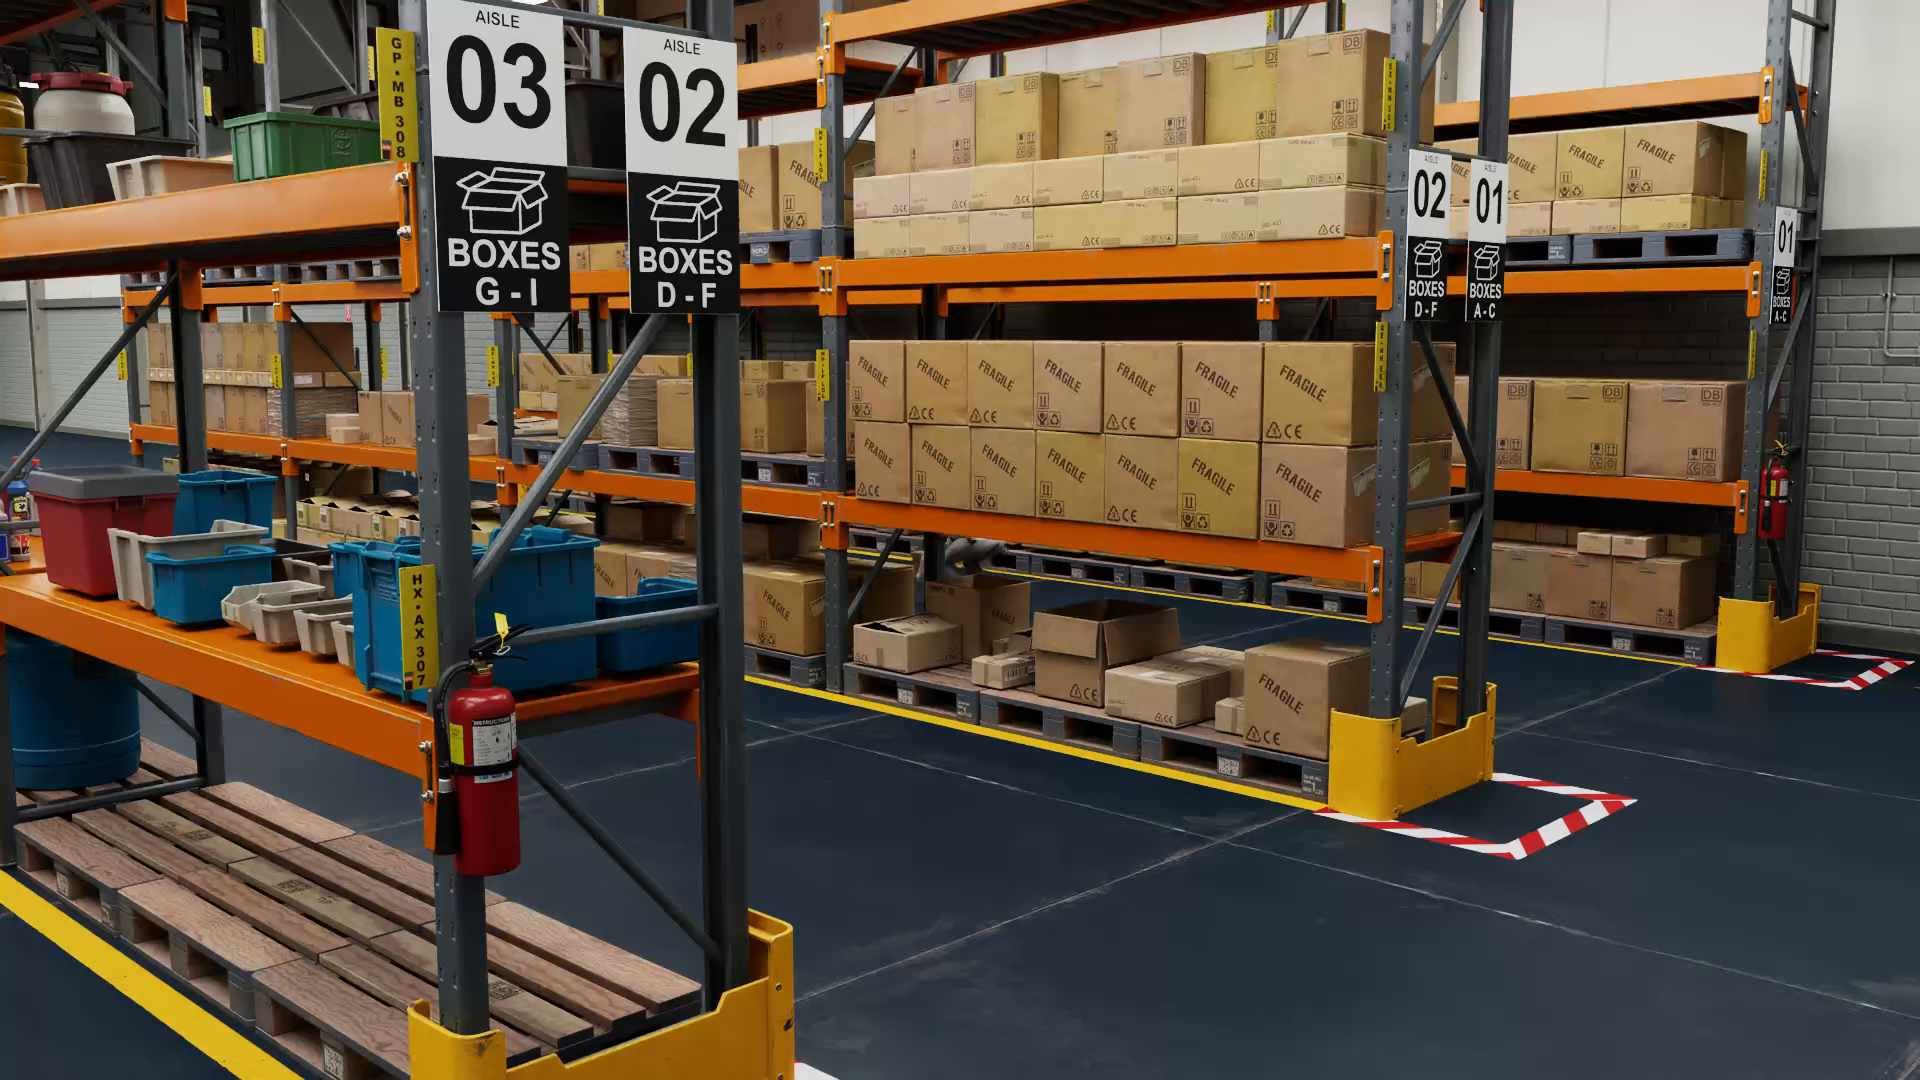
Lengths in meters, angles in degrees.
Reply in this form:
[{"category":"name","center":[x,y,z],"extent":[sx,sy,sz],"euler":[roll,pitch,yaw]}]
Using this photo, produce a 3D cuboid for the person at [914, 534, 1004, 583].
[{"category":"person","center":[-0.022,0.091,14.259],"extent":[0.907,0.991,0.453],"euler":[6,9,41]}]
